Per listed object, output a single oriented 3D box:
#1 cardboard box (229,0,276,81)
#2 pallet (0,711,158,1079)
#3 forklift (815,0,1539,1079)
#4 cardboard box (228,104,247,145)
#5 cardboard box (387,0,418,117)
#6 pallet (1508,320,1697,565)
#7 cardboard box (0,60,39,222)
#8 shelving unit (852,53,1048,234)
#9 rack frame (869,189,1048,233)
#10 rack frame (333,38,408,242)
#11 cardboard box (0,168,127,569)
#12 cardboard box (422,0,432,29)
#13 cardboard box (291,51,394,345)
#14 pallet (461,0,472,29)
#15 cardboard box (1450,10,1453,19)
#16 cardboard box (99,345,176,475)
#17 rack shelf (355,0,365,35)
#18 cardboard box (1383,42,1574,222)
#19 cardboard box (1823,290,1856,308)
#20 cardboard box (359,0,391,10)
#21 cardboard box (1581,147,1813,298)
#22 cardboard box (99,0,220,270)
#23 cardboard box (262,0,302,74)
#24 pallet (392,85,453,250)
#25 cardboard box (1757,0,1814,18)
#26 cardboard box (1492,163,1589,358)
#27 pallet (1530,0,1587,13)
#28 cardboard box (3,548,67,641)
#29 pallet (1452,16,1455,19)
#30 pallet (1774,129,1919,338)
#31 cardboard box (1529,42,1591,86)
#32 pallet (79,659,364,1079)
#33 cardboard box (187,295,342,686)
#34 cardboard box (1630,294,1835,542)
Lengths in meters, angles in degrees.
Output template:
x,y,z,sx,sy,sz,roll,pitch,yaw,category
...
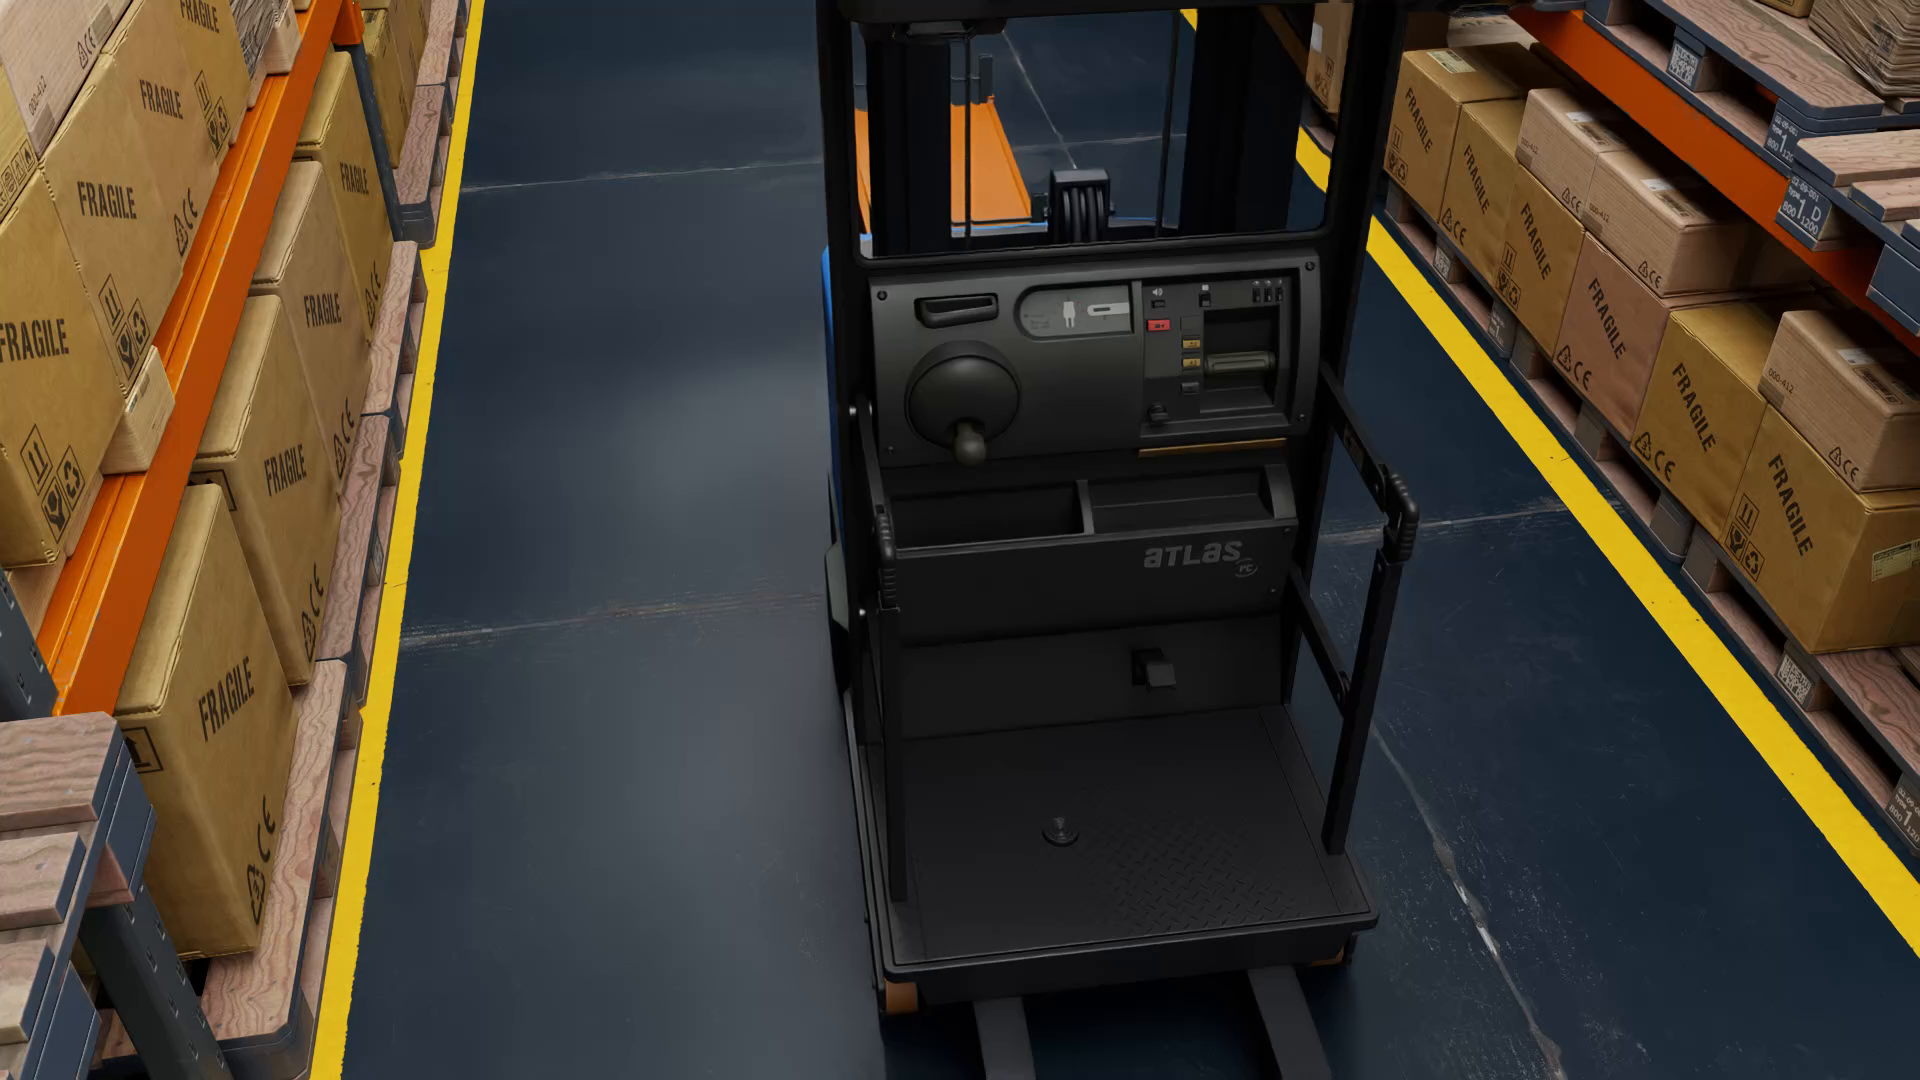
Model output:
x,y,z,sx,sy,sz,roll,pitch,yaw,category
-2.172,-1.513,4.412,0.500,0.500,0.500,-6,38,-8,cardboard box
-1.749,0.700,2.061,1.213,0.211,1.003,-6,38,-8,pallet
0.316,-0.298,3.245,1.130,2.935,3.031,-5,38,-6,forklift
-2.163,-1.174,4.505,0.380,0.149,0.250,-7,38,-9,cardboard box
-2.795,-2.156,7.276,0.700,0.500,0.500,-7,38,-8,cardboard box
2.593,-0.419,5.618,1.003,0.211,1.213,-6,38,-8,pallet
-1.810,-0.576,2.594,0.500,0.250,0.500,-5,38,-7,cardboard box
-0.073,-0.824,5.394,0.538,1.125,1.048,-5,38,-6,shelving unit
-0.003,-0.515,4.996,0.500,1.125,0.032,-5,38,-6,rack frame
-2.680,-2.211,5.651,1.000,3.000,0.127,-6,38,-8,rack frame
-1.812,-0.281,2.826,0.500,0.500,0.500,-5,38,-7,cardboard box
-2.984,-2.788,8.089,0.700,0.500,0.500,-7,38,-9,cardboard box
-2.438,-1.150,5.695,0.750,0.750,0.750,-6,38,-7,cardboard box
-3.164,-3.051,9.006,1.003,0.211,1.213,-6,38,-8,pallet
2.174,-2.599,8.102,0.380,0.166,0.250,-6,38,-8,cardboard box
-1.807,-0.250,3.316,0.380,0.149,0.250,-5,38,-7,cardboard box
-3.031,-3.135,7.427,1.077,0.370,4.000,-6,38,-8,rack shelf
2.041,-1.615,6.562,0.500,0.500,0.500,-8,39,-10,cardboard box
2.919,-0.442,5.052,0.500,0.500,0.500,-7,38,-9,cardboard box
-2.591,-2.335,6.977,0.380,0.149,0.250,-5,38,-6,cardboard box
2.305,-1.004,5.165,0.500,0.250,0.500,-7,38,-9,cardboard box
-1.981,-0.898,3.621,0.500,0.500,0.500,-6,38,-8,cardboard box
-2.169,-1.482,4.901,0.380,0.149,0.250,-6,38,-8,cardboard box
-2.736,-1.578,7.109,1.003,0.211,1.213,-6,38,-8,pallet
2.567,-1.891,4.815,0.700,0.500,0.500,-16,41,-19,cardboard box
2.226,-0.991,5.759,0.500,0.500,0.500,-6,38,-7,cardboard box
2.229,-2.176,5.763,1.003,0.211,1.213,-6,38,-8,pallet
-1.809,0.072,2.900,0.380,0.149,0.250,-7,38,-9,cardboard box
1.859,-2.798,8.680,1.003,0.211,1.213,-6,38,-8,pallet
2.709,-0.656,3.806,1.213,0.211,1.003,-6,38,-8,pallet
2.565,-1.666,6.628,0.500,0.500,0.500,-6,38,-8,cardboard box
-2.043,0.822,4.020,1.003,0.211,1.213,-6,38,-8,pallet
-2.126,-0.100,4.344,0.750,0.750,0.750,-6,38,-8,cardboard box
2.412,-0.369,4.959,0.500,0.500,0.500,-8,38,-10,cardboard box
